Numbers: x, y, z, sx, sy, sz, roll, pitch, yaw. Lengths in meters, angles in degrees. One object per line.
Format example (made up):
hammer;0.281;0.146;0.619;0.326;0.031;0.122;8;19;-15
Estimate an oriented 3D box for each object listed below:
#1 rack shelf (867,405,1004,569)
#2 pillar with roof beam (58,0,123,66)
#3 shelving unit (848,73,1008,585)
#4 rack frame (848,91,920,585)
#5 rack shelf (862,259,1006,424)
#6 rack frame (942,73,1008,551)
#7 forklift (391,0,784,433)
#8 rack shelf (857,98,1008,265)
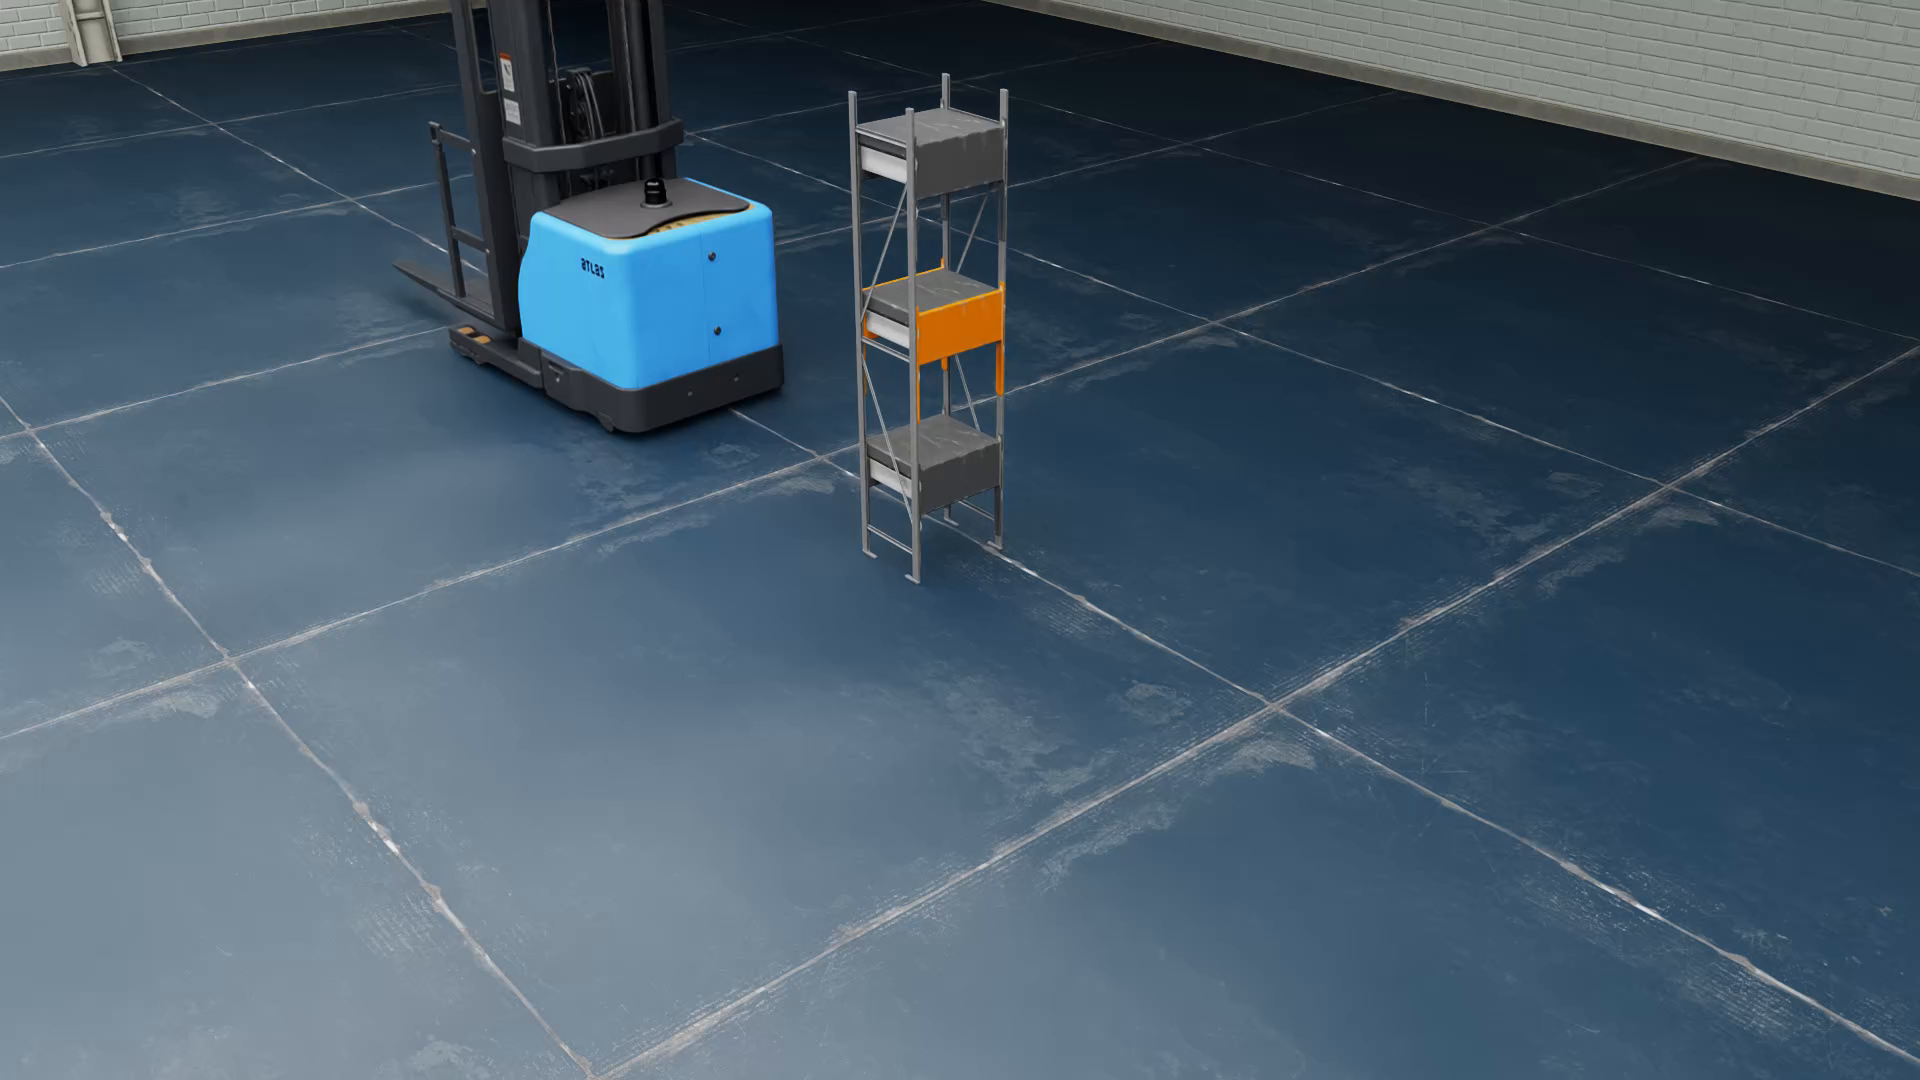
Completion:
rack shelf;-0.126;-0.246;7.497;0.480;0.518;0.431;-22;35;-35
pillar with roof beam;-5.920;-7.266;11.800;0.400;9.000;9.100;-22;35;-35
shelving unit;-0.126;-0.875;7.160;0.503;2.100;0.431;-22;35;-35
rack frame;-0.312;-0.801;7.021;0.015;2.100;0.400;-22;35;-35
rack shelf;-0.126;-0.863;7.167;0.480;0.518;0.431;-22;35;-35
rack frame;0.060;-0.950;7.300;0.015;2.100;0.400;-22;35;-35
forklift;-2.348;-2.455;9.234;1.130;2.935;3.031;-24;36;-37
rack shelf;-0.126;-1.481;6.837;0.480;0.518;0.431;-22;35;-35
